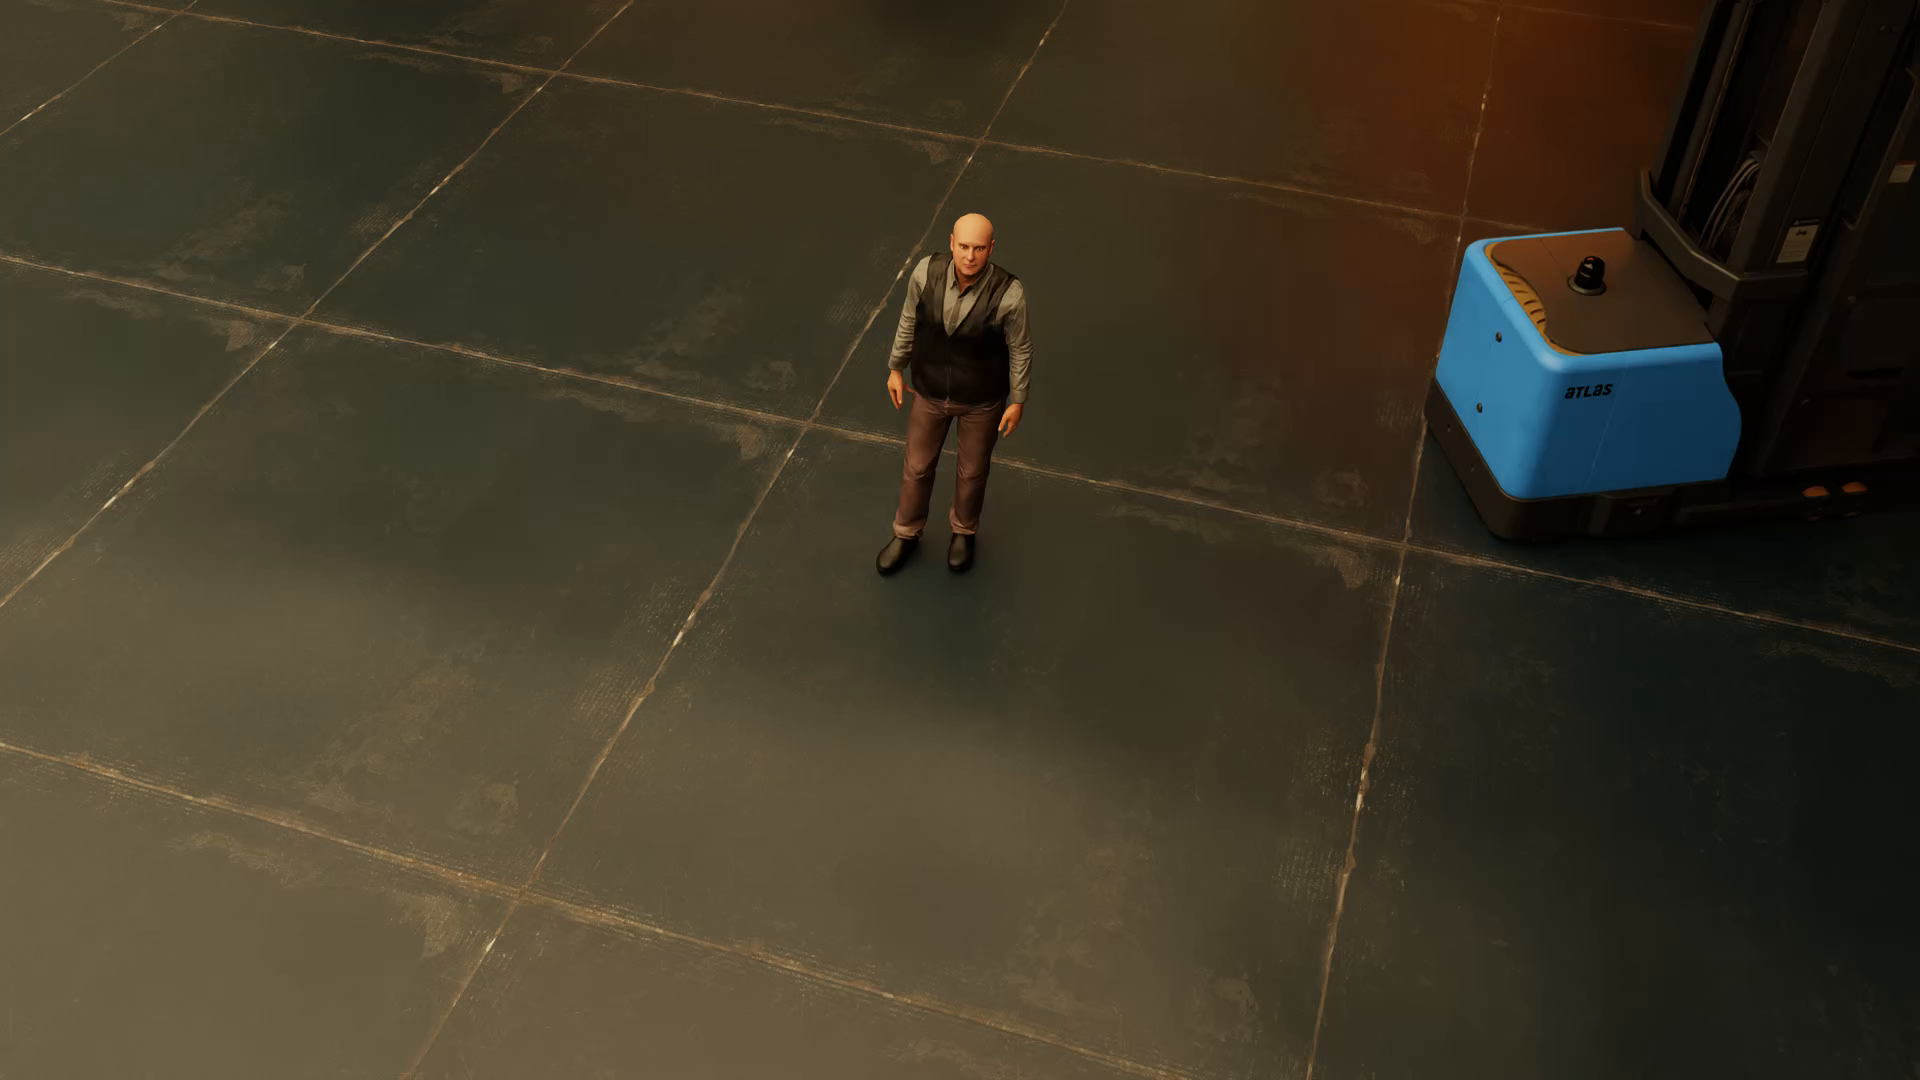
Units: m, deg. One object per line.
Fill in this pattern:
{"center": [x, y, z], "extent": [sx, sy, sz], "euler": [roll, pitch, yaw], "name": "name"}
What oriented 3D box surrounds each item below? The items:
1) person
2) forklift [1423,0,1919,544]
{"center": [-0.026, -0.596, 7.207], "extent": [0.633, 1.722, 0.566], "euler": [12, 44, 13], "name": "person"}
{"center": [3.909, -1.521, 7.323], "extent": [3.031, 2.935, 1.130], "euler": [-6, 43, -6], "name": "forklift"}
